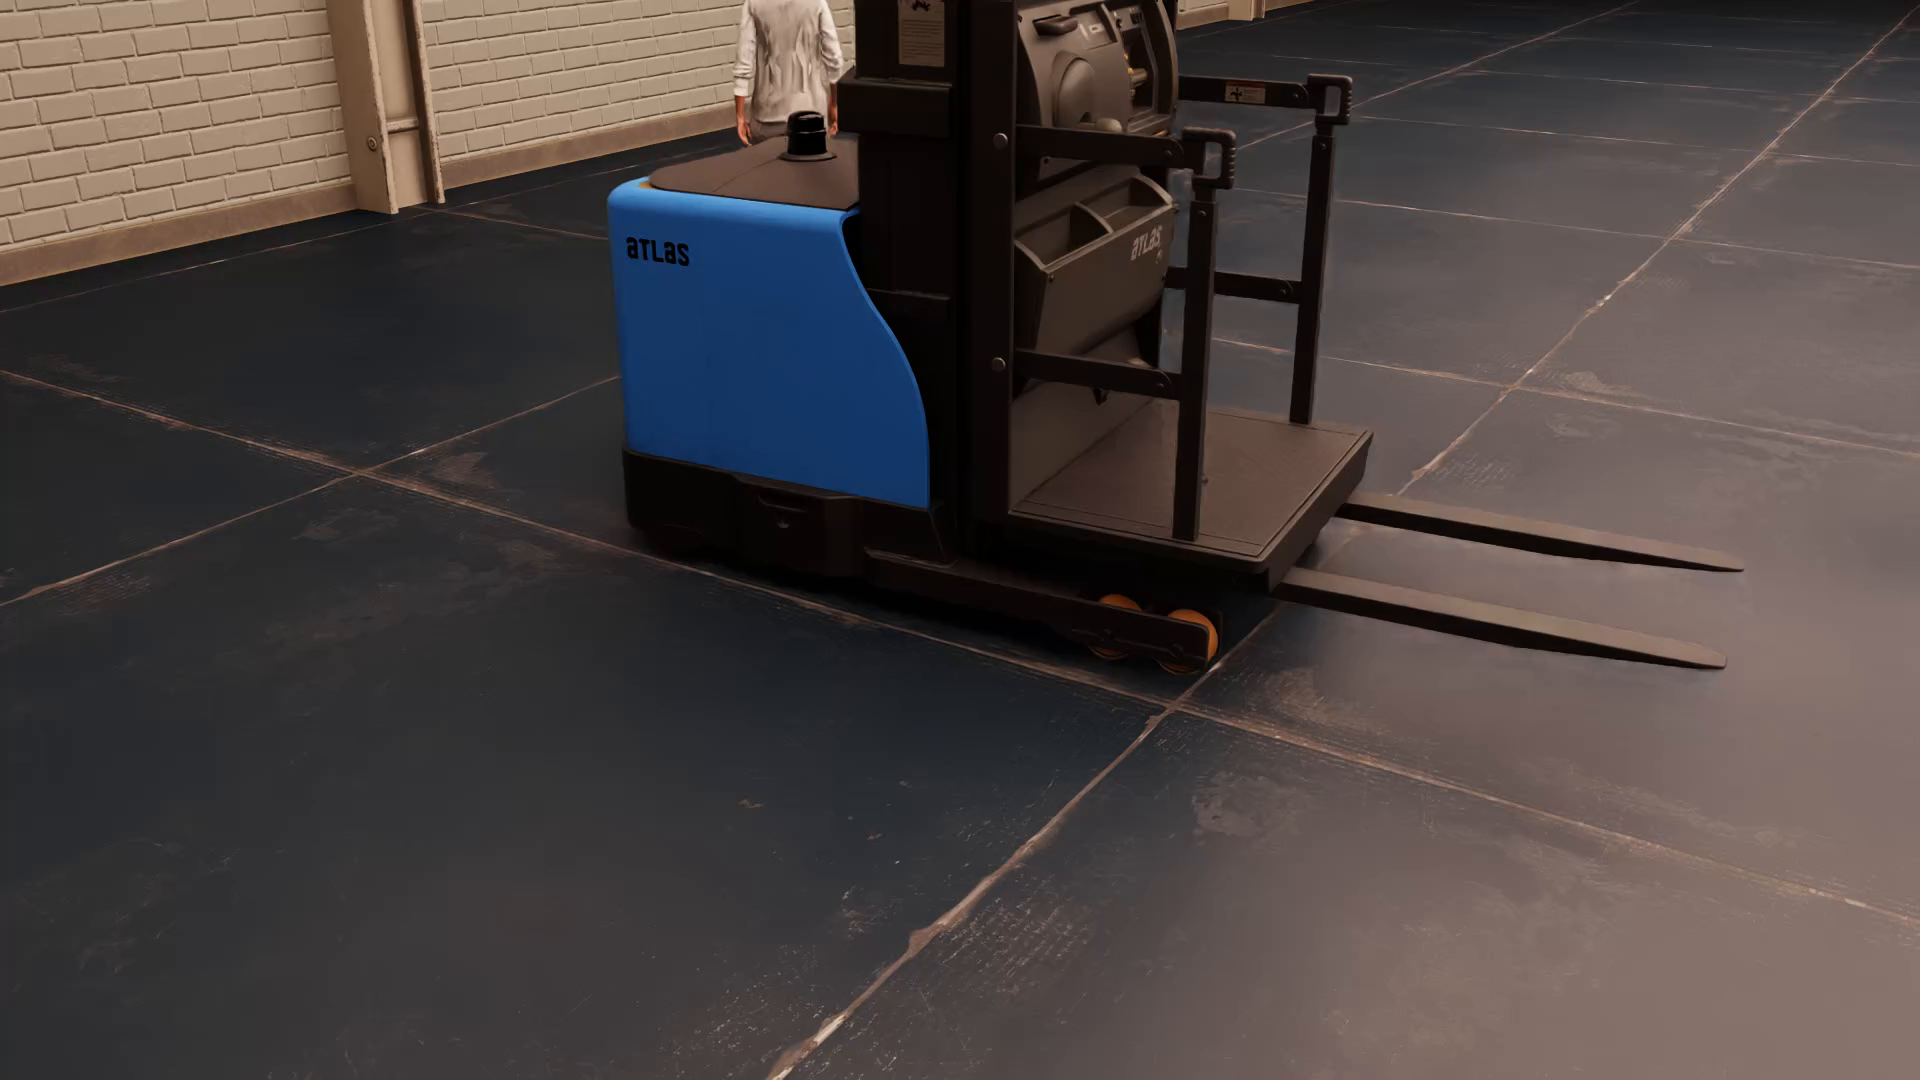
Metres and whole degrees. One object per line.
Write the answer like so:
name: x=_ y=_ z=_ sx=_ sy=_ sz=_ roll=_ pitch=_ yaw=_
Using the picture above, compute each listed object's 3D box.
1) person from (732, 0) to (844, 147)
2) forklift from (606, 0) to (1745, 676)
person: x=-0.776 y=-1.891 z=7.496 sx=0.497 sy=1.625 sz=0.499 roll=-5 pitch=24 yaw=-11
forklift: x=0.549 y=-1.240 z=4.213 sx=3.031 sy=2.935 sz=1.130 roll=11 pitch=26 yaw=25
